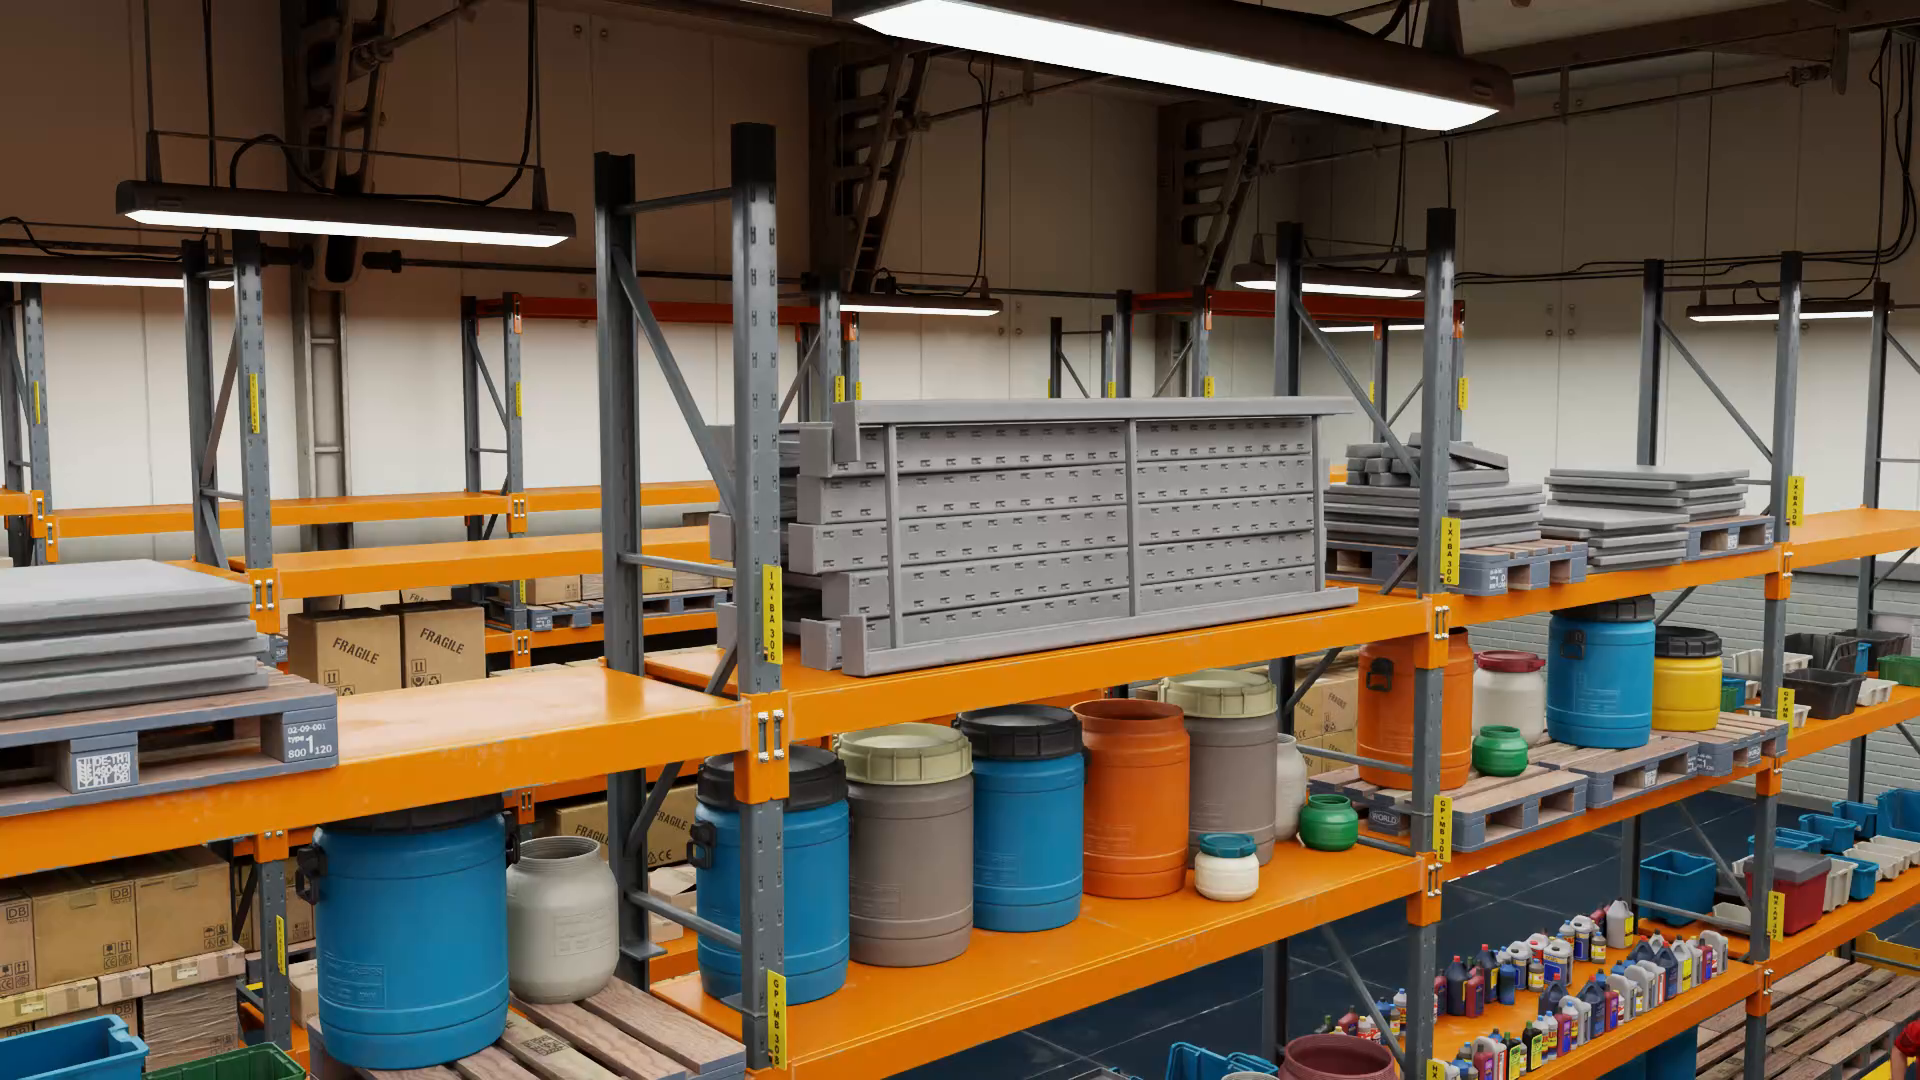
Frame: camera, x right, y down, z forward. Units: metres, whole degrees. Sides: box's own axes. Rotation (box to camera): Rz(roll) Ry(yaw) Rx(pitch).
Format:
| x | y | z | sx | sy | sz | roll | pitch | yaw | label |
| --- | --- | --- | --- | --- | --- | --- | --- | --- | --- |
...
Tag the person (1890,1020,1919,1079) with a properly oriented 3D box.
| x | y | z | sx | sy | sz | roll | pitch | yaw | label |
| --- | --- | --- | --- | --- | --- | --- | --- | --- | --- |
| 5.843 | 3.429 | 9.783 | 0.678 | 1.699 | 0.772 | 4 | 7 | 34 | person |
